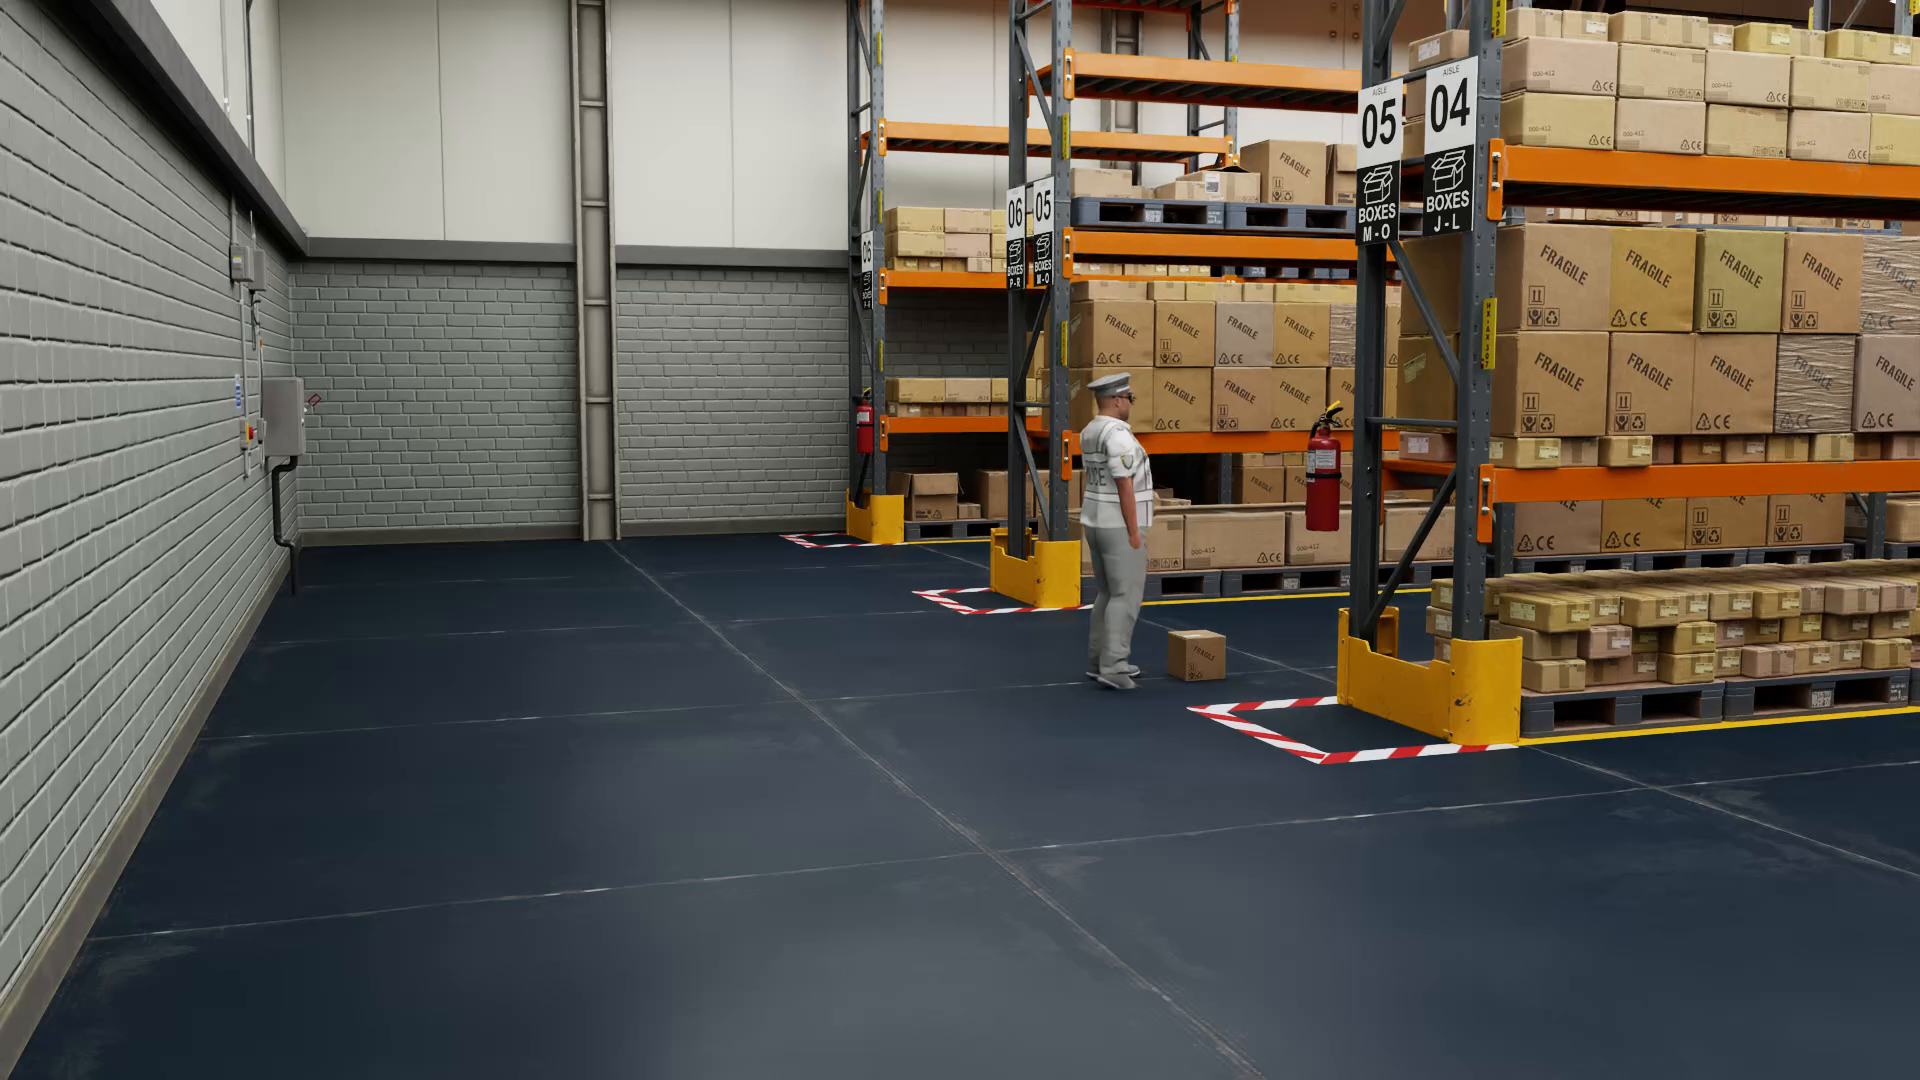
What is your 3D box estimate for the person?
[{"bbox_3d":[0.892,-0.042,9.429,0.390,1.815,0.530,-2,6,-18],"label":"person"}]
